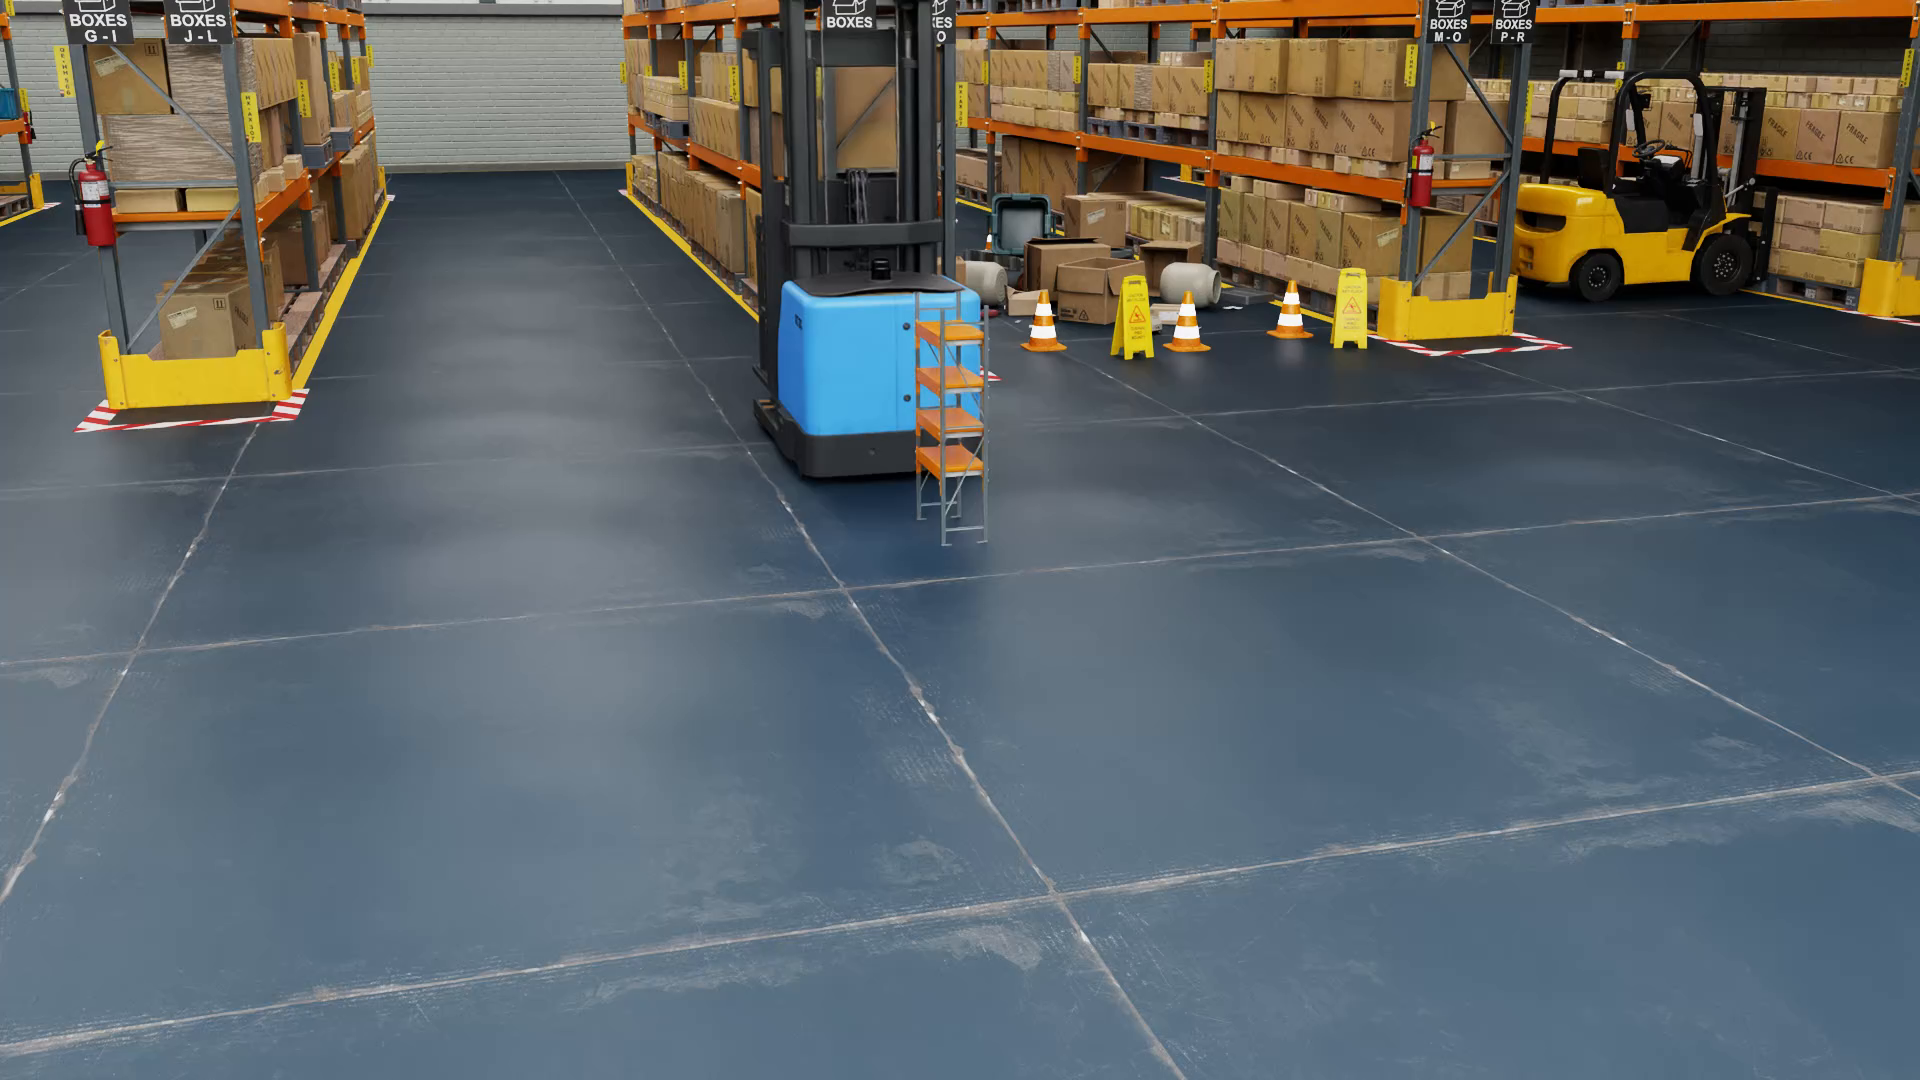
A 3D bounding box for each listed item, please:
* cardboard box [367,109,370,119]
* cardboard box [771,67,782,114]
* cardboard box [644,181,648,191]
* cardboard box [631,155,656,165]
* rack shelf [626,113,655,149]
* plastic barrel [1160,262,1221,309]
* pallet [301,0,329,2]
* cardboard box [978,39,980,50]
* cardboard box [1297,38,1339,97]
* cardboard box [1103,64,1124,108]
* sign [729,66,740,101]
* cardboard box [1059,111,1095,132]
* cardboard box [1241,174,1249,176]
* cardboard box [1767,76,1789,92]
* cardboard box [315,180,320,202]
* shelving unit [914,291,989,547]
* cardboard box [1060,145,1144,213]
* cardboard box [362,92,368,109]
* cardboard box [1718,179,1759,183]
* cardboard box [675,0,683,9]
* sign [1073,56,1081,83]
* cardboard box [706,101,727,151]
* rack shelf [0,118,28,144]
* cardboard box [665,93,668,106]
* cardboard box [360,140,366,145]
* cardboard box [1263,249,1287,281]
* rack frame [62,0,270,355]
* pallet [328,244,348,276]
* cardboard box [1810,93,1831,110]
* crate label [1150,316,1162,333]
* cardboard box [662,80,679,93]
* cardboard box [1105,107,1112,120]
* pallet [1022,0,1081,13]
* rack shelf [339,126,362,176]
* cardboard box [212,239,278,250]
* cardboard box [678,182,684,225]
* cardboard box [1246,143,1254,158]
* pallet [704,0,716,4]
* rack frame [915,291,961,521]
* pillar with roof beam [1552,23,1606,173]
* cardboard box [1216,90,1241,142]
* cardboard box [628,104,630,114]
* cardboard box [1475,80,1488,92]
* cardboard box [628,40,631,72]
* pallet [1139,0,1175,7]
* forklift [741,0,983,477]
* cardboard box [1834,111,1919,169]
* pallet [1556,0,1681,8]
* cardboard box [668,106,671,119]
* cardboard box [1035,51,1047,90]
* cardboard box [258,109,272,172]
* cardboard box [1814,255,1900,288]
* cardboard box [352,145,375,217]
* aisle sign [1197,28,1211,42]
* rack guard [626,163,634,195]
[{"bbox_3d":[-9.025,-6.354,24.828,0.380,0.149,0.250,-5,17,-16],"label":"cardboard box"},{"bbox_3d":[-1.127,-3.909,14.115,0.875,0.550,0.500,-5,17,-15],"label":"cardboard box"},{"bbox_3d":[-4.651,-5.432,25.548,0.380,0.149,0.250,-5,17,-15],"label":"cardboard box"},{"bbox_3d":[-5.108,-6.142,26.878,0.380,0.149,0.250,-6,18,-18],"label":"cardboard box"},{"bbox_3d":[-4.376,-6.296,25.448,1.077,0.370,4.000,-5,17,-15],"label":"rack shelf"},{"bbox_3d":[2.180,-2.405,15.722,0.512,0.421,0.421,7,18,23],"label":"plastic barrel"},{"bbox_3d":[-6.779,-5.323,16.070,1.213,0.211,1.003,-5,17,-15],"label":"pallet"},{"bbox_3d":[0.488,-7.555,25.350,0.380,0.149,0.250,-5,17,-15],"label":"cardboard box"},{"bbox_3d":[3.482,-4.254,14.971,0.700,0.500,0.500,-5,17,-16],"label":"cardboard box"},{"bbox_3d":[2.056,-5.505,20.144,0.500,0.500,0.500,-4,17,-12],"label":"cardboard box"},{"bbox_3d":[-2.146,-4.345,15.829,0.100,0.325,0.005,-5,17,-15],"label":"sign"},{"bbox_3d":[1.616,-5.448,21.634,0.500,0.250,0.500,-5,18,-17],"label":"cardboard box"},{"bbox_3d":[5.138,-6.307,27.849,0.700,0.500,0.500,-5,18,-17],"label":"cardboard box"},{"bbox_3d":[8.227,-4.509,16.431,0.380,0.149,0.250,-4,17,-14],"label":"cardboard box"},{"bbox_3d":[-7.310,-3.806,18.186,0.500,0.250,0.500,-4,17,-13],"label":"cardboard box"},{"bbox_3d":[-0.045,-0.620,8.432,0.258,1.200,0.503,-5,17,-15],"label":"shelving unit"},{"bbox_3d":[1.895,-4.781,22.118,0.875,0.875,0.875,-5,17,-16],"label":"cardboard box"},{"bbox_3d":[-9.055,-6.506,24.640,0.500,0.250,0.500,-5,18,-17],"label":"cardboard box"},{"bbox_3d":[8.351,-3.790,18.168,0.500,0.250,0.500,-5,17,-16],"label":"cardboard box"},{"bbox_3d":[-3.128,-6.603,19.832,0.500,0.500,0.500,-5,17,-15],"label":"cardboard box"},{"bbox_3d":[1.472,-5.910,20.899,0.100,0.325,0.005,-5,17,-15],"label":"sign"},{"bbox_3d":[-2.447,-4.465,17.929,0.500,0.500,0.500,-5,17,-16],"label":"cardboard box"},{"bbox_3d":[-13.935,-5.540,22.932,1.077,0.370,4.000,-5,17,-15],"label":"rack shelf"},{"bbox_3d":[-3.450,-5.451,20.574,0.380,0.149,0.250,-4,17,-14],"label":"cardboard box"},{"bbox_3d":[-8.727,-5.095,23.164,0.875,0.875,0.875,-5,17,-15],"label":"cardboard box"},{"bbox_3d":[3.313,-2.700,16.276,0.500,0.250,0.500,-5,17,-16],"label":"cardboard box"},{"bbox_3d":[-5.325,-2.404,11.240,1.000,3.000,0.127,-5,17,-15],"label":"rack frame"},{"bbox_3d":[-7.310,-3.065,18.288,1.003,0.211,1.213,-5,17,-15],"label":"pallet"},{"bbox_3d":[8.442,-4.227,16.010,0.380,0.149,0.250,-5,17,-16],"label":"cardboard box"},{"bbox_3d":[1.596,-1.864,14.419,0.298,0.136,0.250,16,23,42],"label":"crate label"},{"bbox_3d":[-3.518,-5.661,20.758,0.380,0.149,0.250,-4,17,-14],"label":"cardboard box"},{"bbox_3d":[1.992,-5.216,20.309,0.380,0.149,0.250,-6,18,-19],"label":"cardboard box"},{"bbox_3d":[1.467,-7.229,22.419,1.003,0.211,1.213,-4,17,-13],"label":"pallet"},{"bbox_3d":[-8.073,-4.825,20.552,1.077,0.370,4.000,-5,17,-15],"label":"rack shelf"},{"bbox_3d":[-6.353,-2.400,14.844,0.500,0.500,0.500,-5,18,-17],"label":"cardboard box"},{"bbox_3d":[-3.298,-4.290,21.135,0.500,0.500,0.500,-4,17,-13],"label":"cardboard box"},{"bbox_3d":[3.104,-3.924,16.738,0.380,0.149,0.250,-5,17,-16],"label":"cardboard box"},{"bbox_3d":[-2.189,-5.844,17.807,1.003,0.211,1.213,-4,17,-13],"label":"pallet"},{"bbox_3d":[-0.113,-0.688,8.657,0.240,1.200,0.015,-5,17,-15],"label":"rack frame"},{"bbox_3d":[3.862,-8.037,19.566,9.100,9.000,0.400,-5,17,-15],"label":"pillar with roof beam"},{"bbox_3d":[2.957,-4.340,16.996,0.500,0.500,0.500,-5,17,-15],"label":"cardboard box"},{"bbox_3d":[-5.151,-6.958,26.838,0.380,0.149,0.250,-5,17,-16],"label":"cardboard box"},{"bbox_3d":[6.835,-5.826,21.333,0.380,0.149,0.250,-4,17,-15],"label":"cardboard box"},{"bbox_3d":[-4.912,-7.579,26.039,0.500,0.500,0.500,-4,17,-14],"label":"cardboard box"},{"bbox_3d":[2.749,-6.106,18.678,1.213,0.211,1.003,-5,17,-15],"label":"pallet"},{"bbox_3d":[-0.742,-2.140,10.481,1.130,2.935,3.031,-4,17,-14],"label":"forklift"},{"bbox_3d":[8.587,-3.744,15.528,0.500,0.500,0.500,-5,17,-16],"label":"cardboard box"},{"bbox_3d":[7.621,-6.275,19.246,0.805,0.209,1.217,-5,18,-17],"label":"pallet"},{"bbox_3d":[-3.371,-5.230,20.357,0.380,0.149,0.250,-5,17,-15],"label":"cardboard box"},{"bbox_3d":[1.332,-6.328,22.393,0.500,0.500,0.500,-5,17,-15],"label":"cardboard box"},{"bbox_3d":[-5.924,-3.158,13.061,0.875,0.500,0.500,-5,17,-15],"label":"cardboard box"},{"bbox_3d":[8.542,-2.570,15.843,0.500,0.250,0.500,-5,17,-15],"label":"cardboard box"},{"bbox_3d":[-8.428,-4.731,21.951,1.225,0.875,0.875,-5,17,-15],"label":"cardboard box"},{"bbox_3d":[4.277,-9.247,29.503,0.394,0.787,0.004,-5,17,-15],"label":"aisle sign"},{"bbox_3d":[-4.904,-5.975,27.476,1.175,0.500,0.348,-5,17,-15],"label":"rack guard"}]
